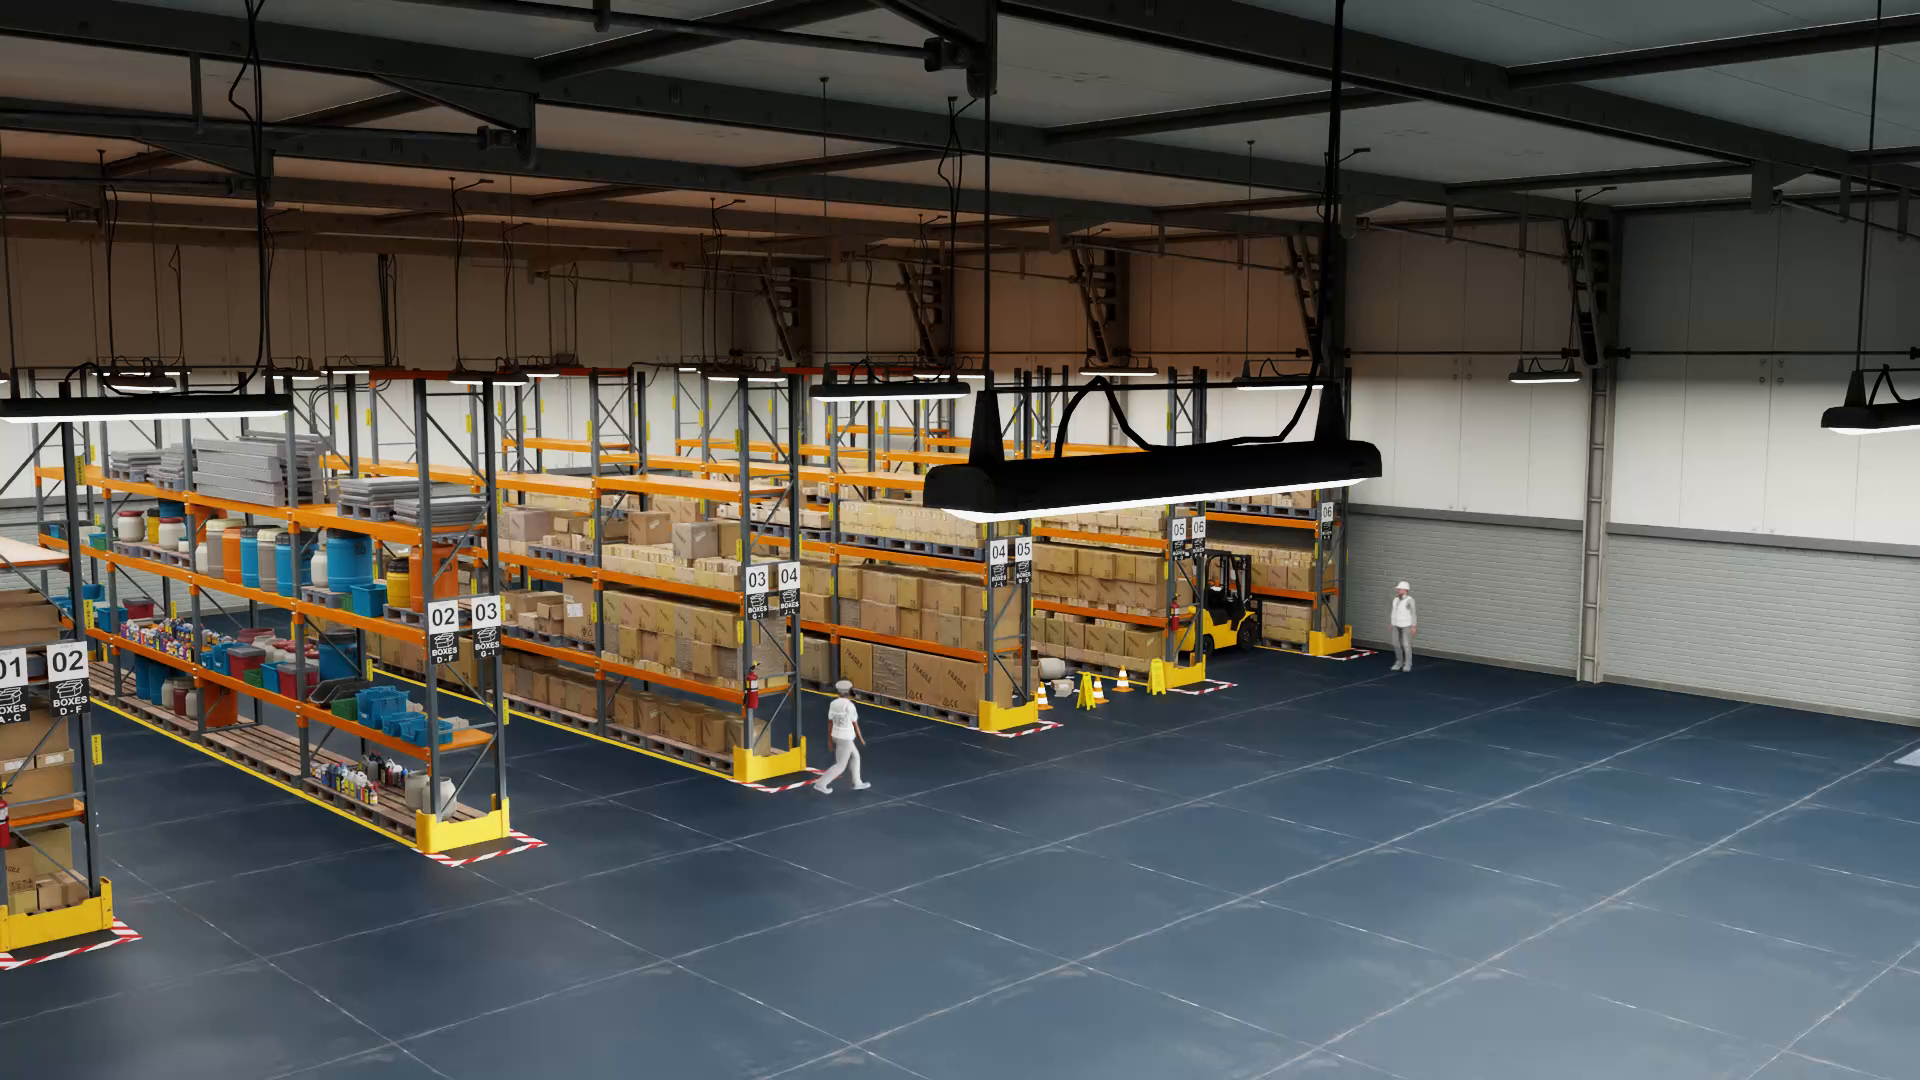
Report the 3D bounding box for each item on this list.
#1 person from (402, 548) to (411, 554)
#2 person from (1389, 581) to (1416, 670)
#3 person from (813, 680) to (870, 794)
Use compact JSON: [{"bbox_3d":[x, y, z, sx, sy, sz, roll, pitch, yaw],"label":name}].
[{"bbox_3d":[-12.907,1.076,38.813,0.645,1.789,0.411,-5,8,-35],"label":"person"},{"bbox_3d":[8.821,1.724,33.122,0.398,1.811,0.630,-5,8,-39],"label":"person"},{"bbox_3d":[-1.698,2.834,23.833,0.965,1.619,0.422,-3,7,-27],"label":"person"}]
